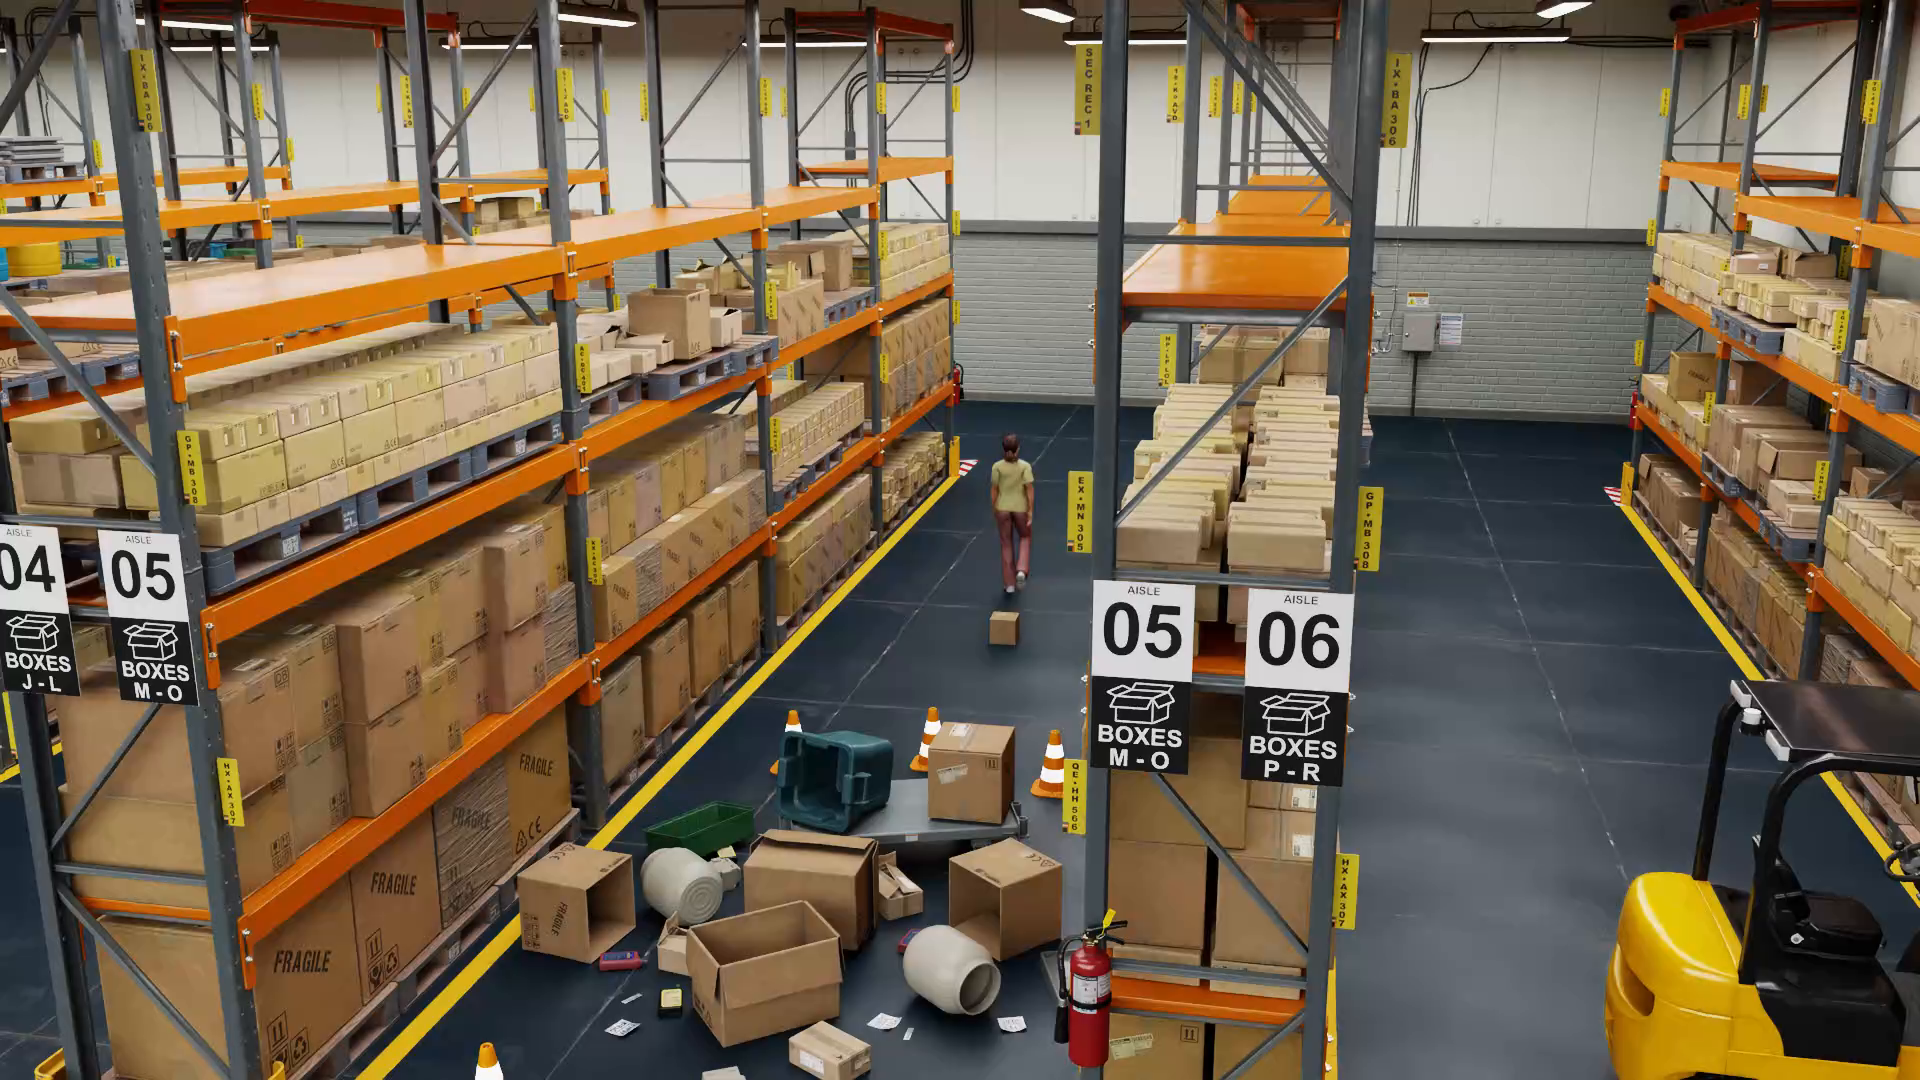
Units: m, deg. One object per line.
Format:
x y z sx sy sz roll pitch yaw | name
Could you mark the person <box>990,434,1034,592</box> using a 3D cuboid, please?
0.544 -0.286 17.404 0.455 1.687 0.435 0 15 1 | person
